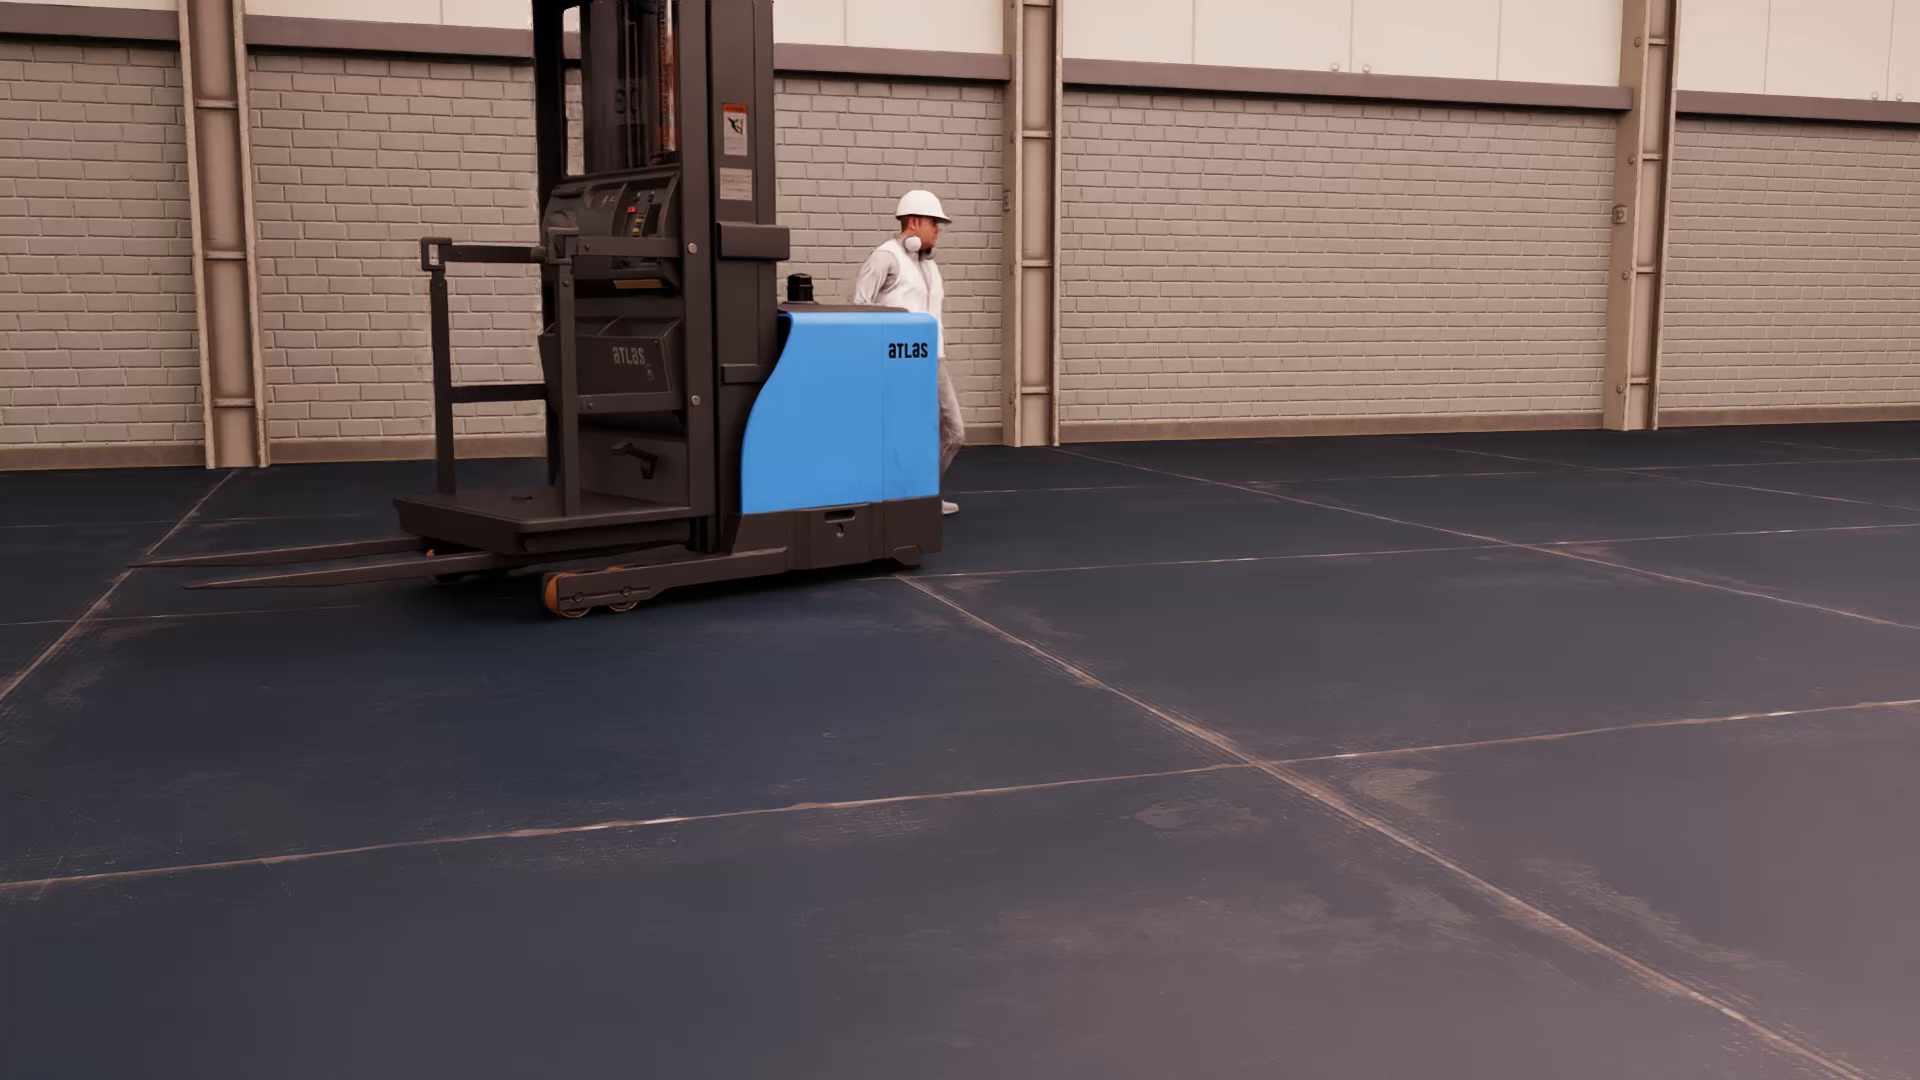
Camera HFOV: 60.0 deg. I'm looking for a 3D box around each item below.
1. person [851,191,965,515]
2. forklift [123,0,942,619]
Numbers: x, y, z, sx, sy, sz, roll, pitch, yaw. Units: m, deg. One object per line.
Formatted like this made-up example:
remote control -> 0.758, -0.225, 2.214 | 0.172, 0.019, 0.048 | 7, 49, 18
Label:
person -> -0.346, -0.933, 8.619 | 0.492, 1.731, 0.875 | 6, 10, 38
forklift -> -1.507, -1.253, 6.259 | 3.031, 2.935, 1.130 | -7, 10, -42
